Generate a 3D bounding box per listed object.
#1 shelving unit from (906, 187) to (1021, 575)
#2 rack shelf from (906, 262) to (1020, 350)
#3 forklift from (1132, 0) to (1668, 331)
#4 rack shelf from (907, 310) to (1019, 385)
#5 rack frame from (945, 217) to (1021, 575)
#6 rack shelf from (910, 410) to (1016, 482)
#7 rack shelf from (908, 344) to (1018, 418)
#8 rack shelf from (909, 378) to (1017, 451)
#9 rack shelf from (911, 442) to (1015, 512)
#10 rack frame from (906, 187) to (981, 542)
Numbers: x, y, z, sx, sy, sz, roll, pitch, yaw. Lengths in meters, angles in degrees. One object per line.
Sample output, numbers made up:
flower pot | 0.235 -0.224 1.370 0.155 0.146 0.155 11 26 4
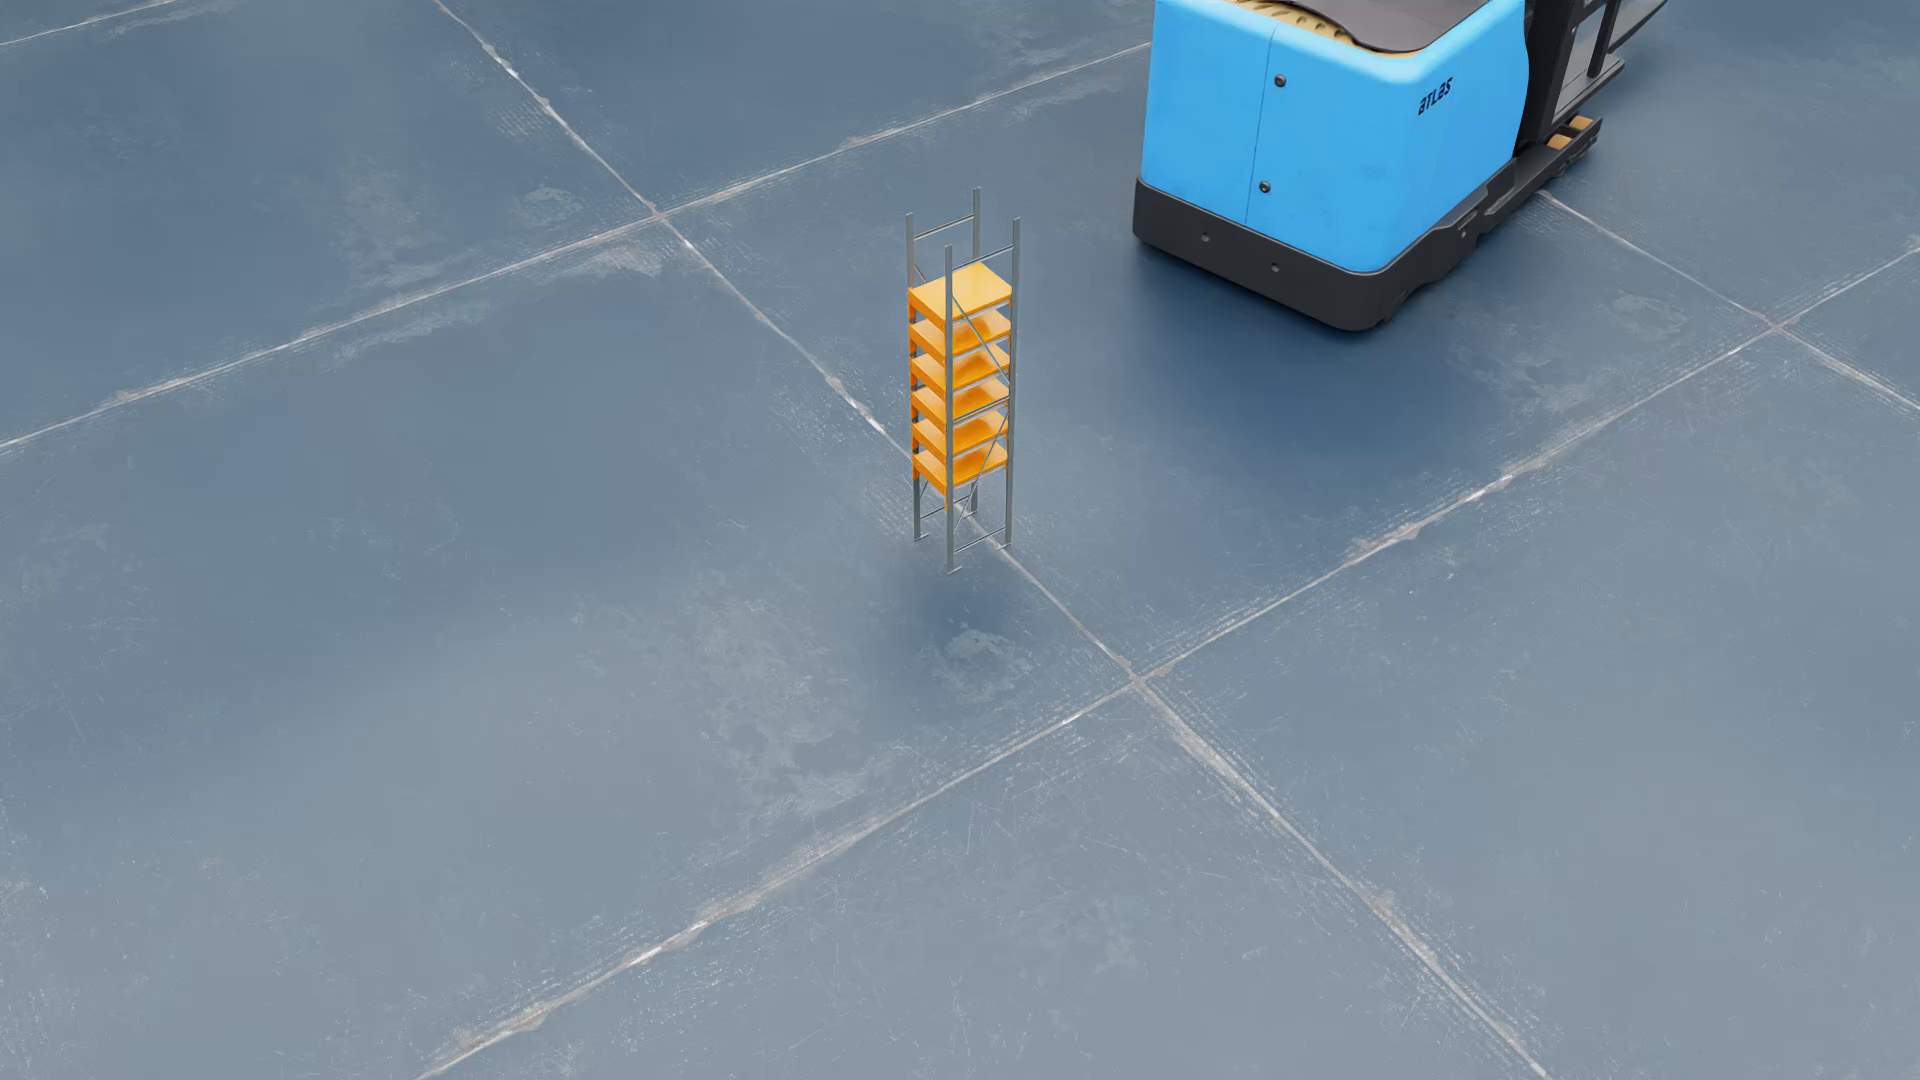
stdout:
shelving unit | 0.008 -0.426 4.827 0.258 1.200 0.189 -26 49 -24
rack shelf | 0.008 -0.654 4.609 0.258 0.103 0.180 -26 49 -24
forklift | 2.001 -2.753 6.011 1.130 2.935 3.031 31 51 28
rack shelf | 0.008 -0.567 4.692 0.258 0.103 0.180 -26 49 -24
rack frame | 0.061 -0.374 4.773 0.240 1.200 0.006 -26 49 -24
rack shelf | 0.008 -0.307 4.941 0.258 0.103 0.180 -26 49 -24
rack shelf | 0.008 -0.480 4.775 0.258 0.103 0.180 -26 49 -24
rack shelf | 0.008 -0.394 4.858 0.258 0.103 0.180 -26 49 -24
rack shelf | 0.008 -0.220 5.024 0.258 0.103 0.180 -26 49 -24
rack frame | -0.044 -0.478 4.881 0.240 1.200 0.006 -26 49 -24
